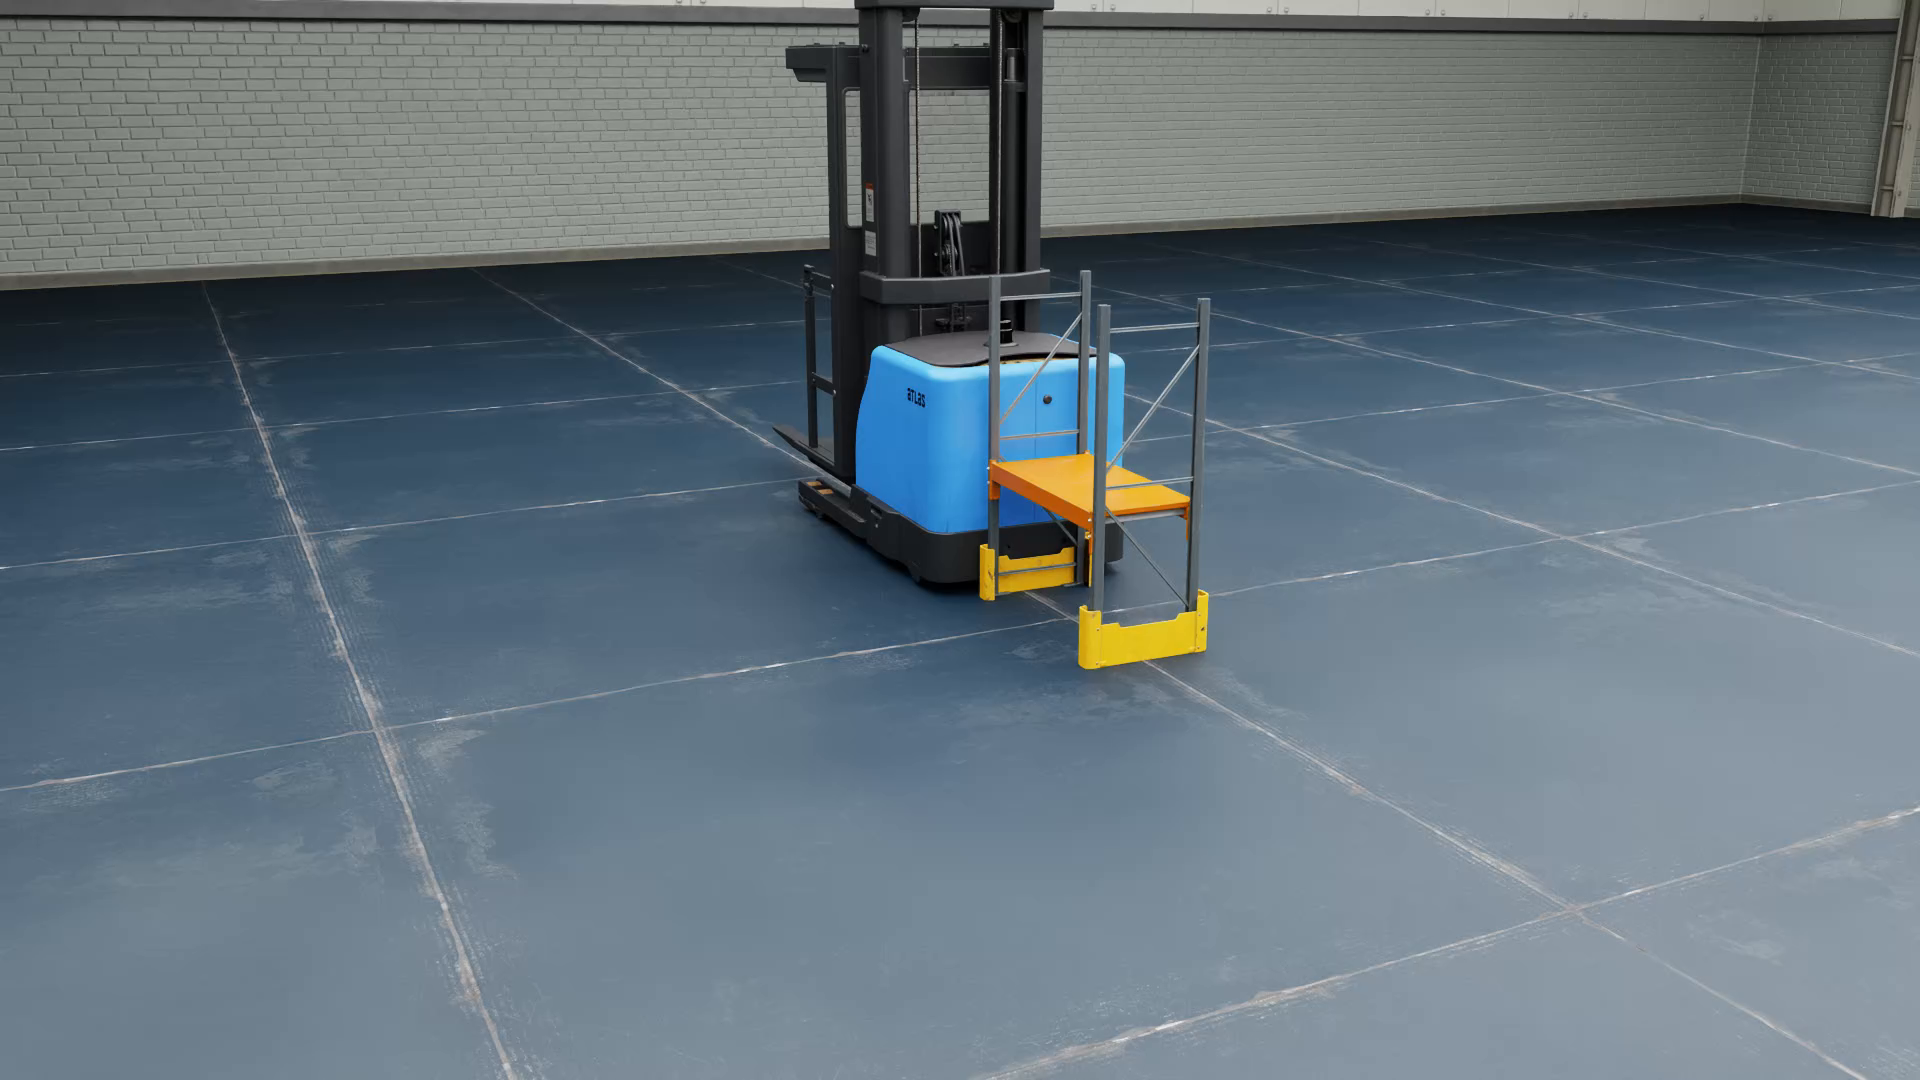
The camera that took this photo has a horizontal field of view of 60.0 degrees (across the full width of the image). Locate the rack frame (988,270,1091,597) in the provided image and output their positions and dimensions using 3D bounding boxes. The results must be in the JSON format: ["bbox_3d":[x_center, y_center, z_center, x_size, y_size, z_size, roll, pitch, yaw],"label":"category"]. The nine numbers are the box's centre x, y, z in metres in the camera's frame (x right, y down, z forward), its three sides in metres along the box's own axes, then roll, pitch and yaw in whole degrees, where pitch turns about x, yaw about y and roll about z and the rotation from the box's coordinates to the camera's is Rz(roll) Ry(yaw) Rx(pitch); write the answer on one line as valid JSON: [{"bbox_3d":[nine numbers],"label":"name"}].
[{"bbox_3d":[0.364,-0.483,7.715,0.500,1.500,0.032,-7,17,-23],"label":"rack frame"}]

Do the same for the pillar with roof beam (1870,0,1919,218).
[{"bbox_3d":[11.315,-9.108,24.176,9.100,9.000,0.400,-8,18,-25],"label":"pillar with roof beam"}]

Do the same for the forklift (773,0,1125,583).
[{"bbox_3d":[-0.255,-1.568,8.901,1.130,2.935,3.031,-7,17,-23],"label":"forklift"}]

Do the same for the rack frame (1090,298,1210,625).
[{"bbox_3d":[0.774,-0.226,6.820,0.500,1.500,0.032,-7,17,-23],"label":"rack frame"}]

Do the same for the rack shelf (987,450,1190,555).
[{"bbox_3d":[0.569,-0.182,7.317,0.538,0.185,1.000,-7,17,-23],"label":"rack shelf"}]

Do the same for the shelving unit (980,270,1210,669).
[{"bbox_3d":[0.573,-0.352,7.259,0.587,1.500,1.083,-7,17,-23],"label":"shelving unit"}]

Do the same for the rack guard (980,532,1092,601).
[{"bbox_3d":[0.372,0.123,7.870,0.587,0.250,0.087,-7,17,-23],"label":"rack guard"}]

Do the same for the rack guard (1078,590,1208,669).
[{"bbox_3d":[0.774,0.374,6.994,0.587,0.250,0.087,-7,17,-23],"label":"rack guard"}]
